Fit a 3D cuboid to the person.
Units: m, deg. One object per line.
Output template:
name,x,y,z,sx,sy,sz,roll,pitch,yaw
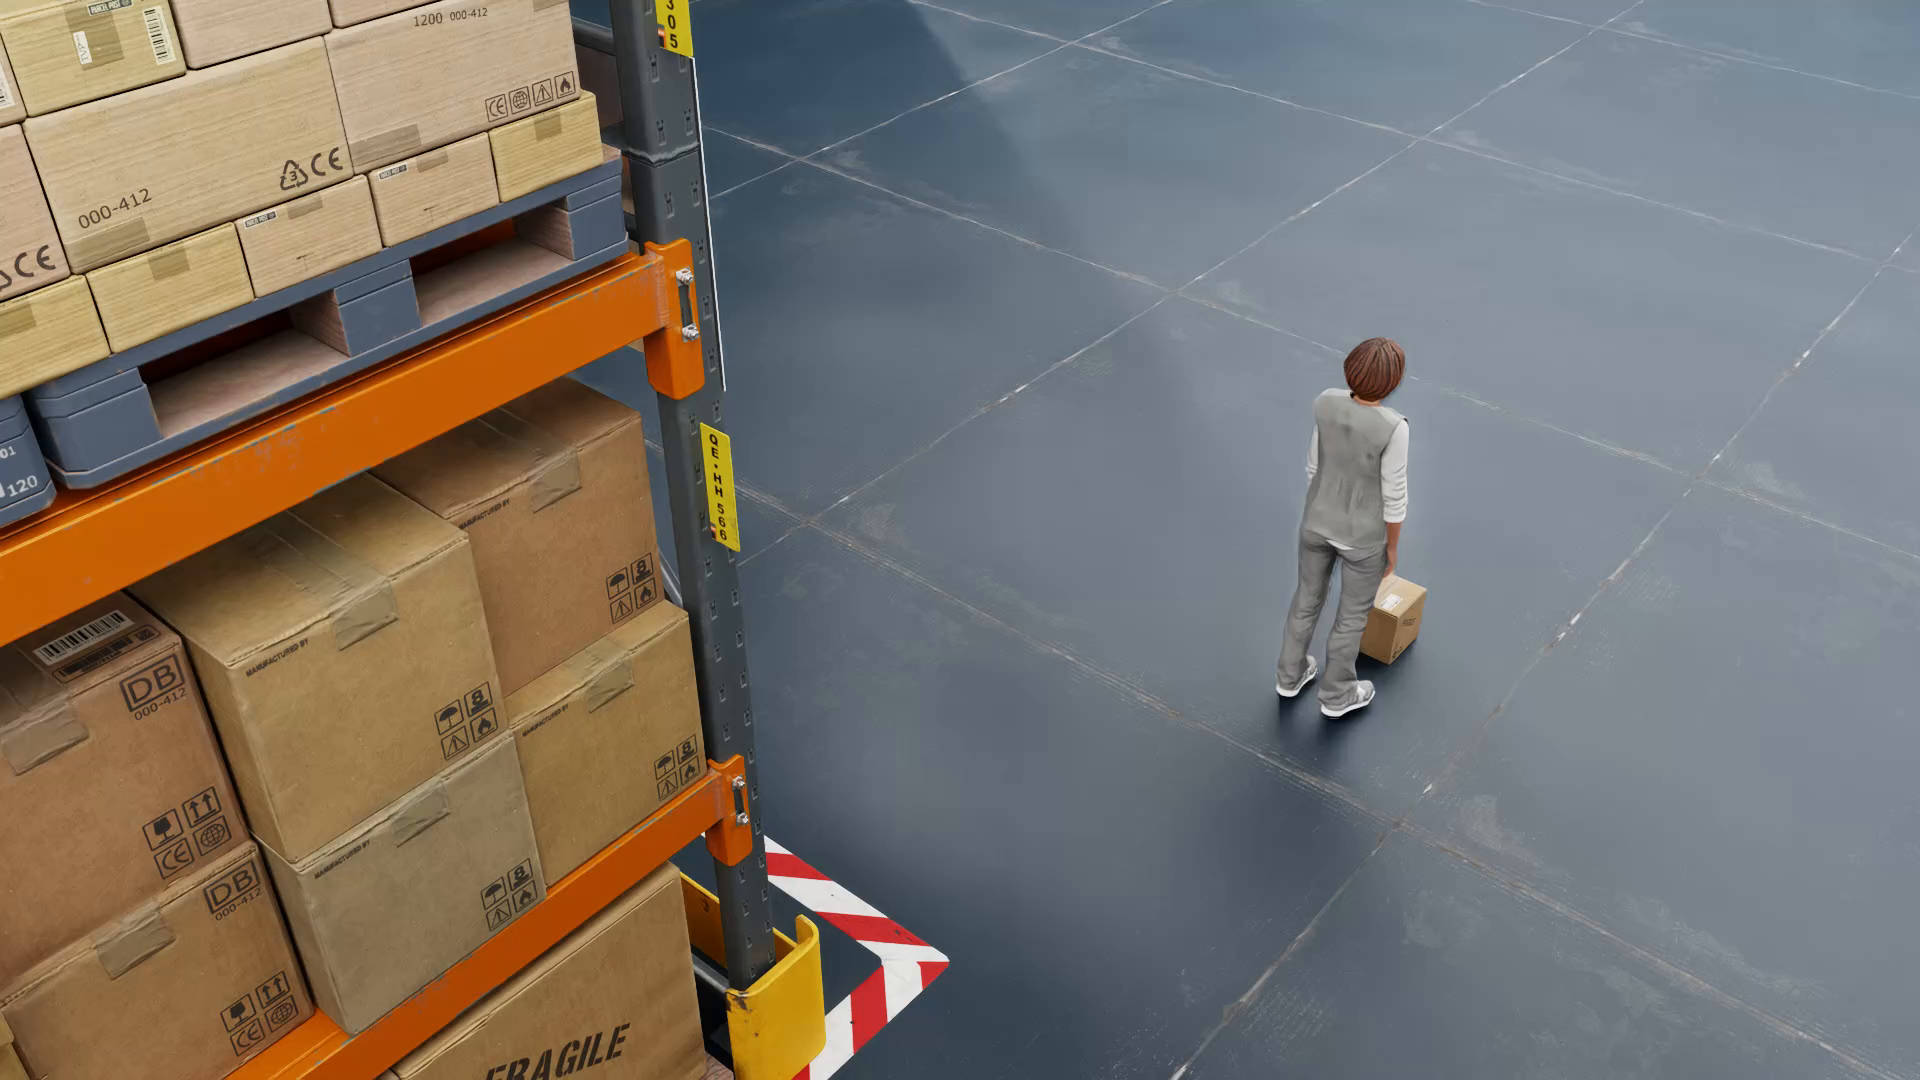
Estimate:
person,1.443,-0.035,6.169,0.421,1.608,0.306,26,43,31
